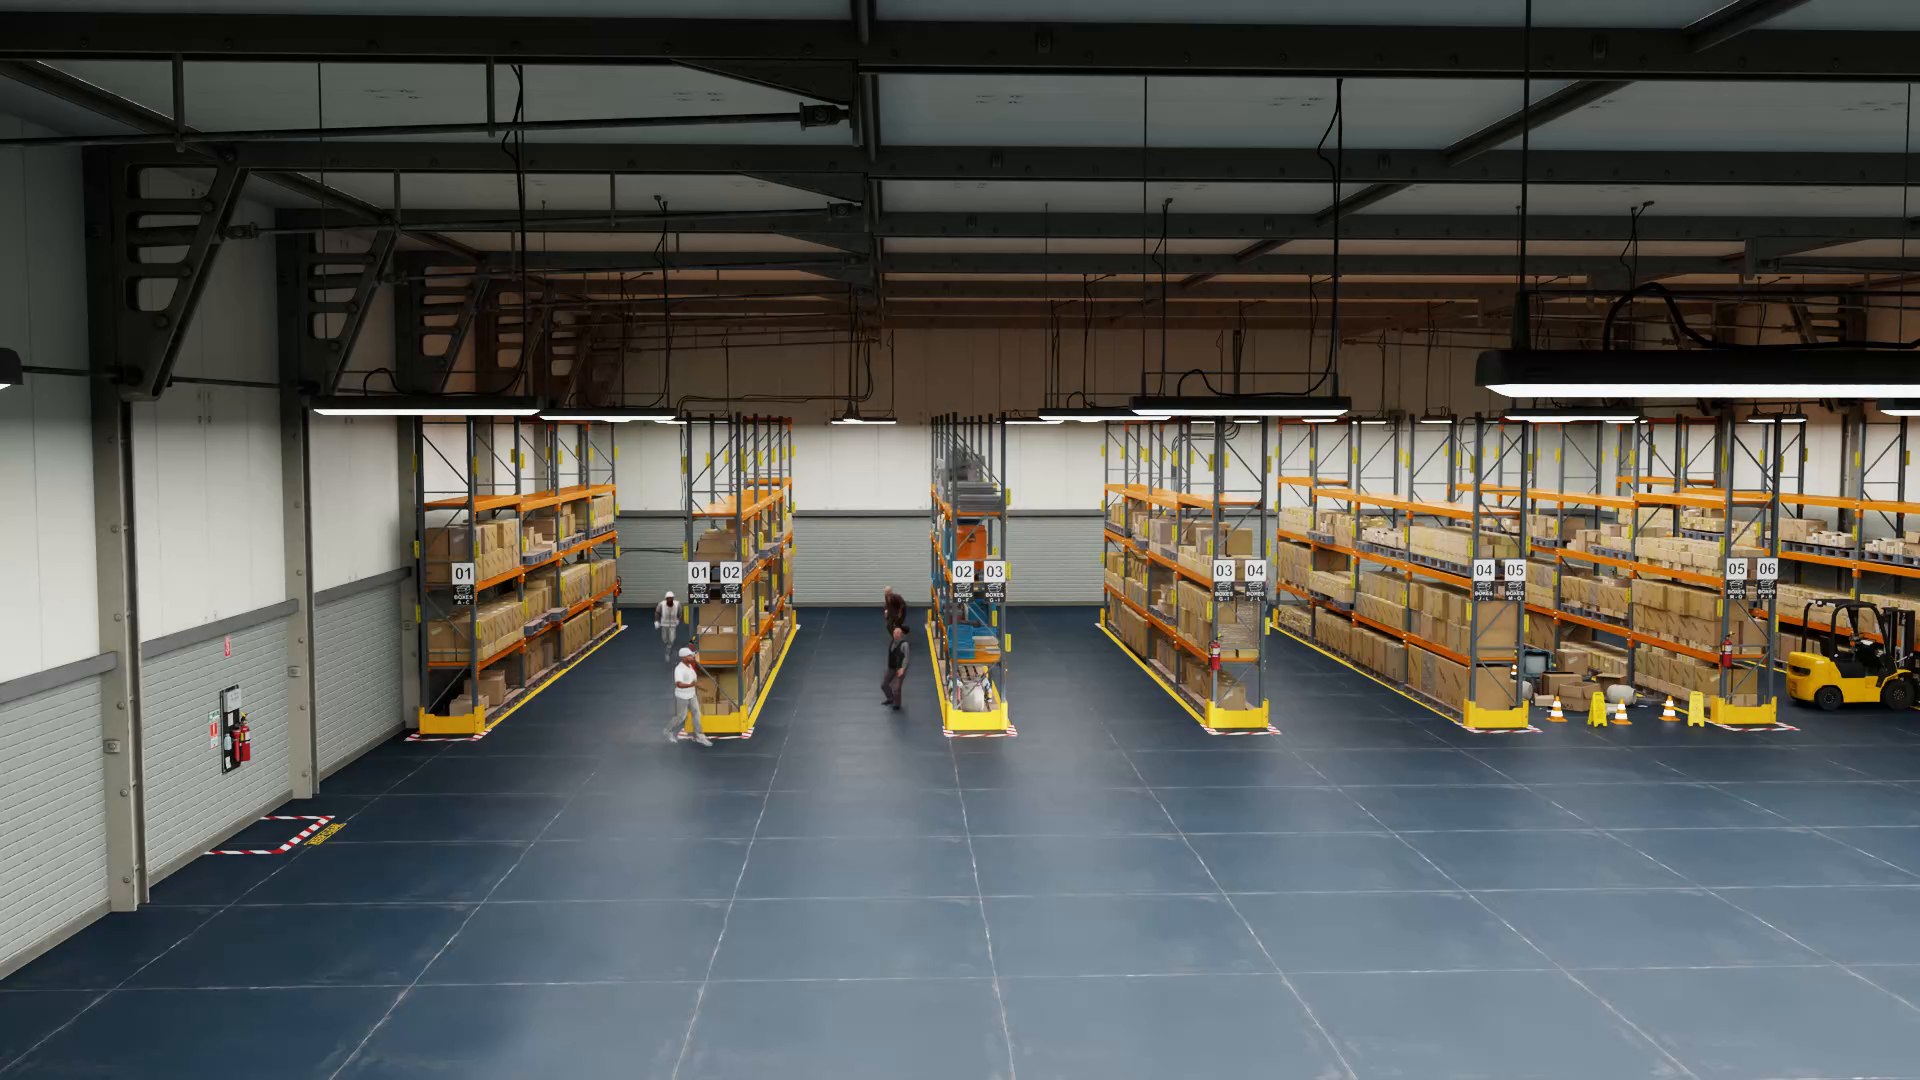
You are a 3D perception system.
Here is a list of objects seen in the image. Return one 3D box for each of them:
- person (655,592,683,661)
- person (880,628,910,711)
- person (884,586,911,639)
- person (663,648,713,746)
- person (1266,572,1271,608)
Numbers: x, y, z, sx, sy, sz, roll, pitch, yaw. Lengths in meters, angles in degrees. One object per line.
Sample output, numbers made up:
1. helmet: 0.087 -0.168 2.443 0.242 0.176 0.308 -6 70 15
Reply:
1. person: -7.119 2.103 40.702 0.687 1.708 0.696 -1 4 -14
2. person: -1.310 2.616 33.605 0.769 1.719 0.475 3 5 37
3. person: -1.620 1.966 43.798 0.718 1.580 1.053 3 5 38
4. person: -4.940 2.809 29.714 0.909 1.786 0.696 1 4 18
5. person: 9.253 1.496 50.731 0.553 1.588 0.629 4 5 43
